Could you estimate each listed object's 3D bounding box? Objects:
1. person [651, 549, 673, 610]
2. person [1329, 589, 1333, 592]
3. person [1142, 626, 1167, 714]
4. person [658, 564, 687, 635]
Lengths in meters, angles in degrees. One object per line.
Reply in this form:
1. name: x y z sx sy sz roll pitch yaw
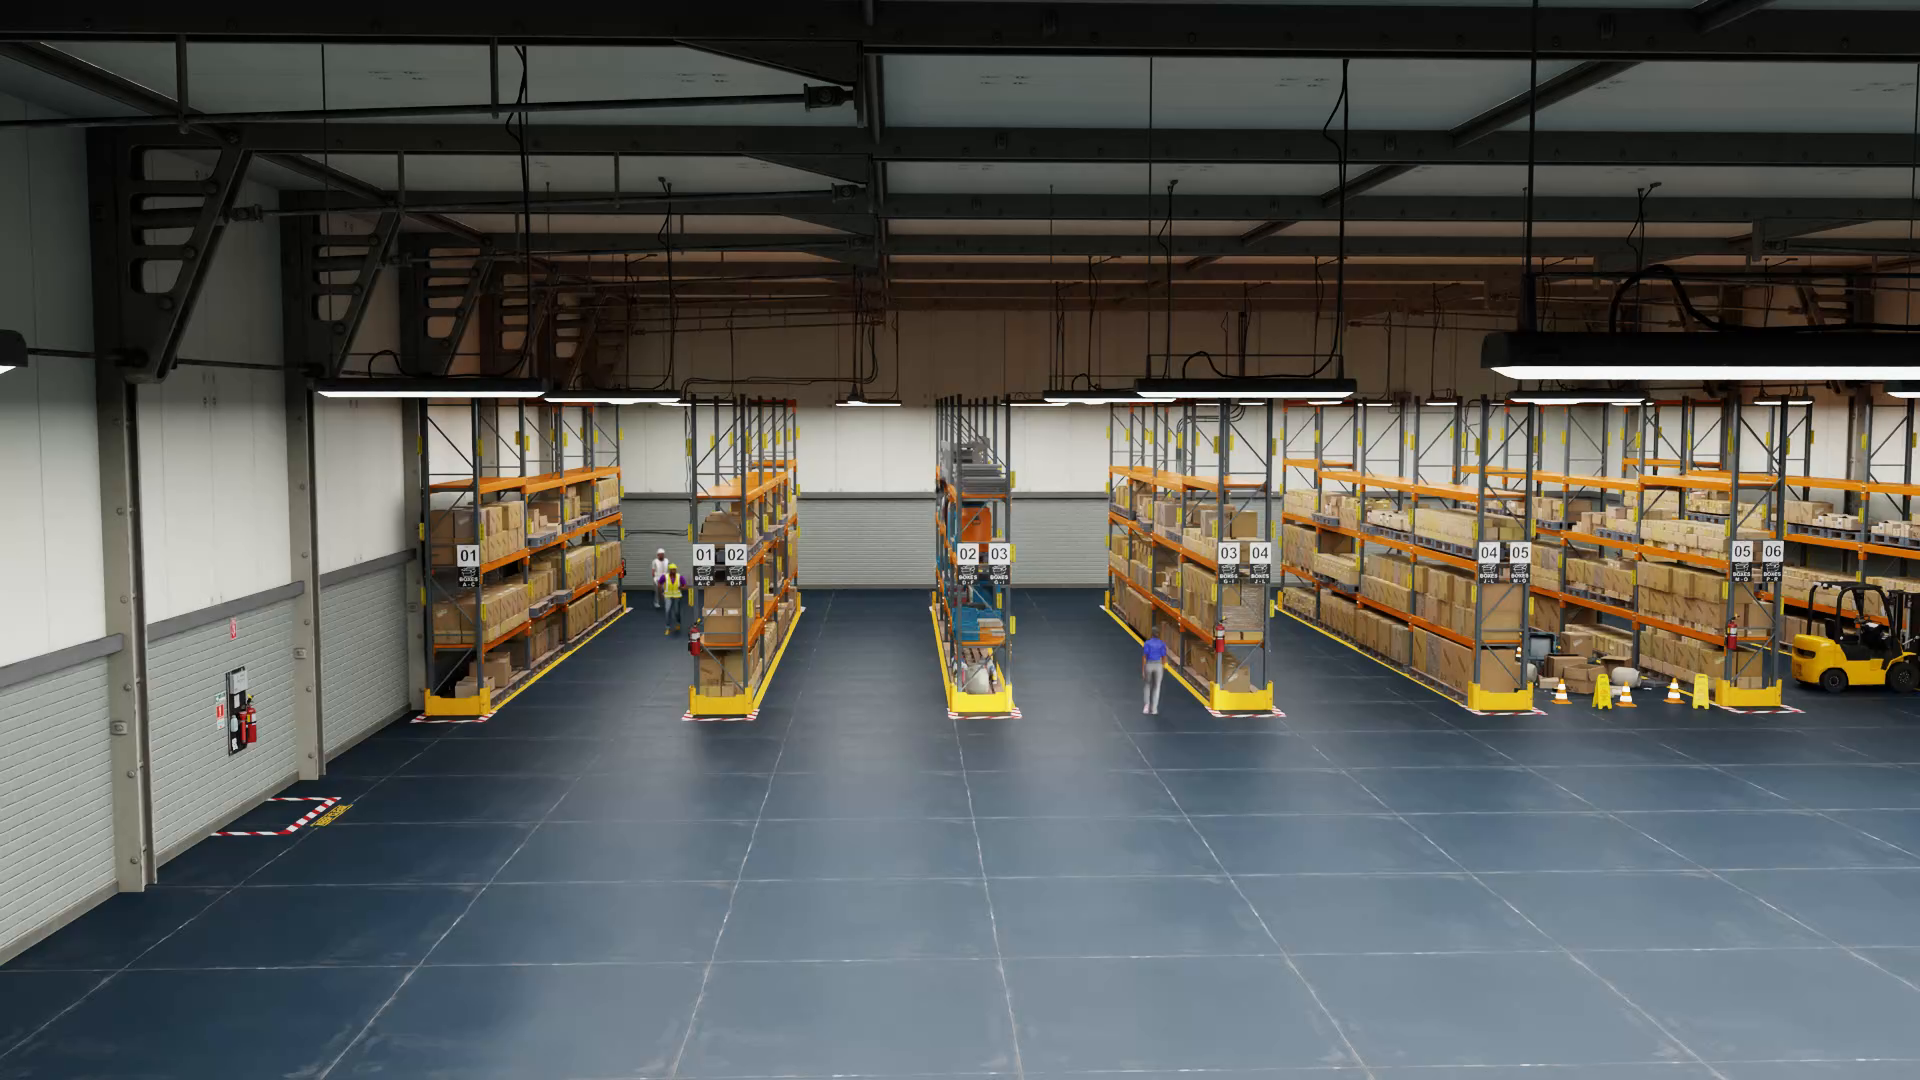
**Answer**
1. person: -8.486 1.125 47.304 0.568 1.744 1.019 -2 5 -25
2. person: 11.243 0.989 49.616 0.540 1.621 0.961 0 5 -4
3. person: 3.660 2.445 31.164 0.438 1.681 0.427 2 5 19
4. person: -7.363 1.503 42.519 0.739 1.808 0.829 0 4 1
